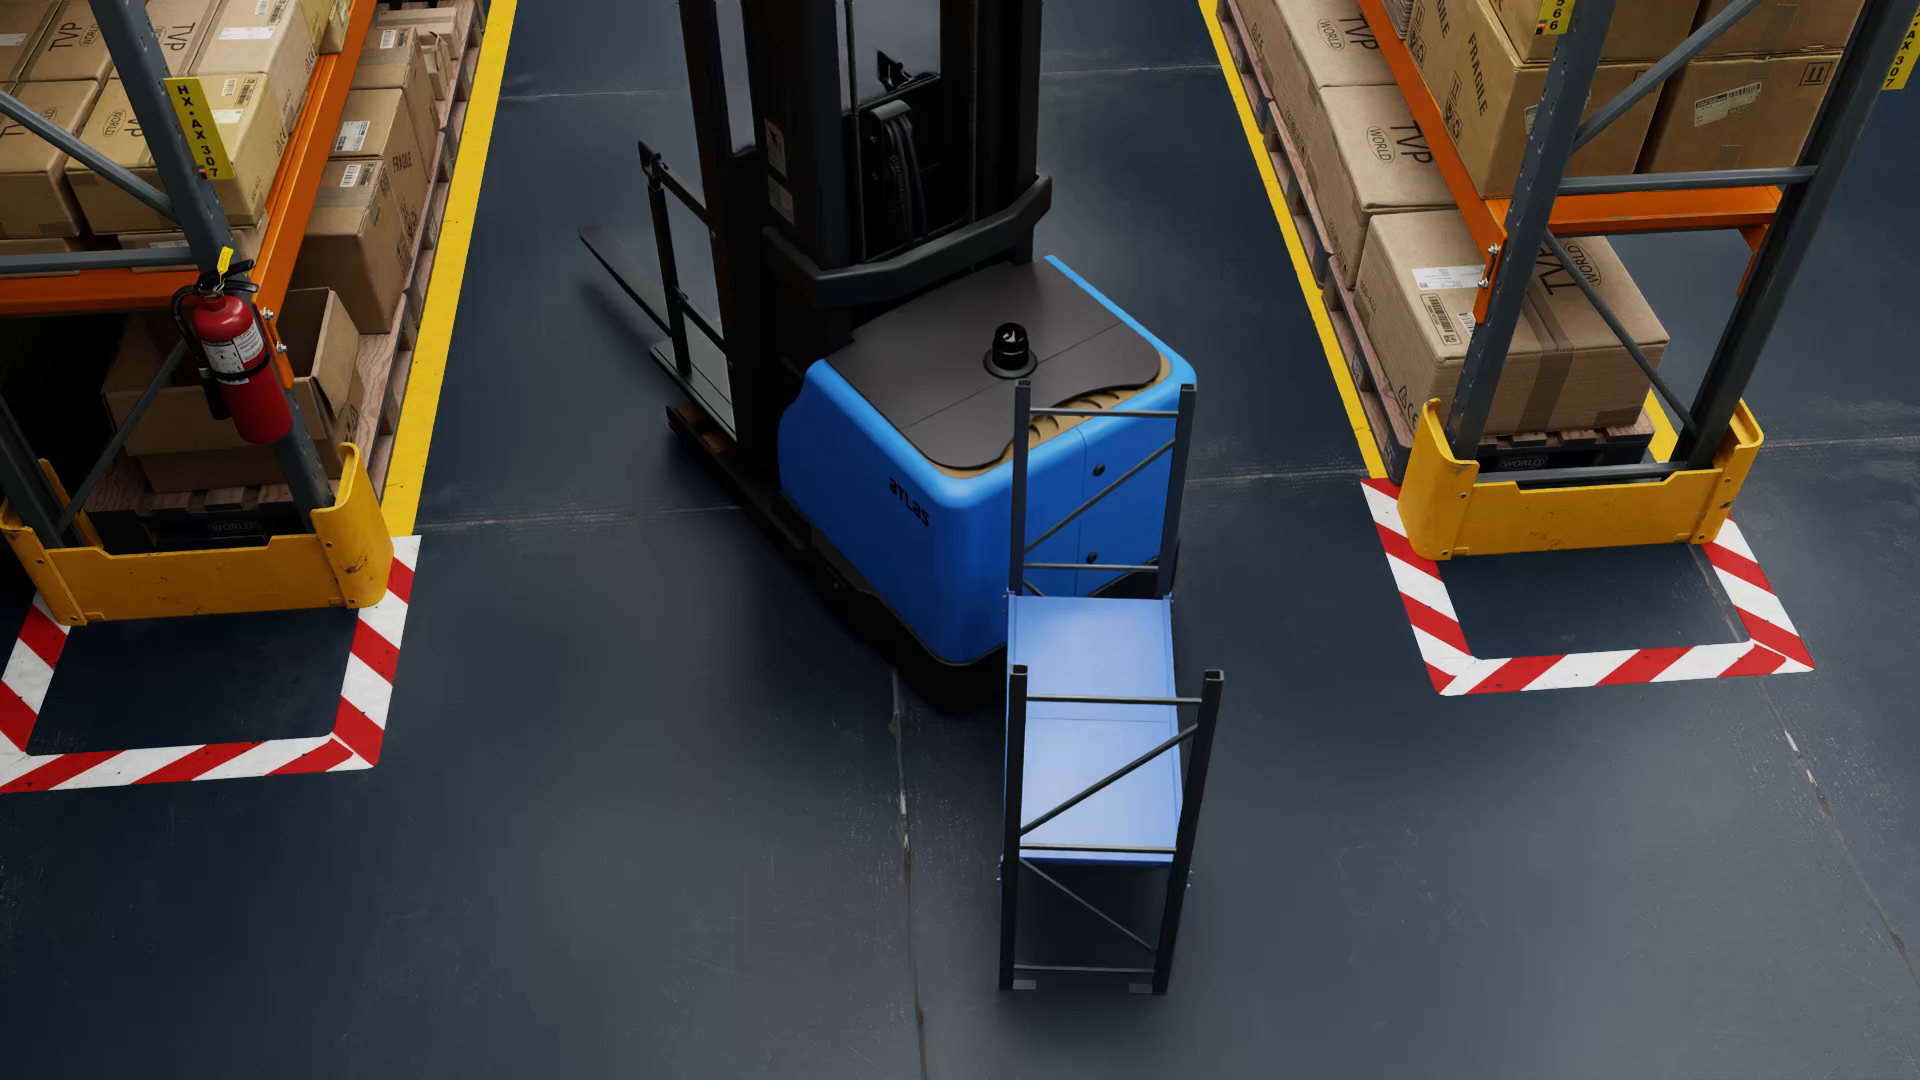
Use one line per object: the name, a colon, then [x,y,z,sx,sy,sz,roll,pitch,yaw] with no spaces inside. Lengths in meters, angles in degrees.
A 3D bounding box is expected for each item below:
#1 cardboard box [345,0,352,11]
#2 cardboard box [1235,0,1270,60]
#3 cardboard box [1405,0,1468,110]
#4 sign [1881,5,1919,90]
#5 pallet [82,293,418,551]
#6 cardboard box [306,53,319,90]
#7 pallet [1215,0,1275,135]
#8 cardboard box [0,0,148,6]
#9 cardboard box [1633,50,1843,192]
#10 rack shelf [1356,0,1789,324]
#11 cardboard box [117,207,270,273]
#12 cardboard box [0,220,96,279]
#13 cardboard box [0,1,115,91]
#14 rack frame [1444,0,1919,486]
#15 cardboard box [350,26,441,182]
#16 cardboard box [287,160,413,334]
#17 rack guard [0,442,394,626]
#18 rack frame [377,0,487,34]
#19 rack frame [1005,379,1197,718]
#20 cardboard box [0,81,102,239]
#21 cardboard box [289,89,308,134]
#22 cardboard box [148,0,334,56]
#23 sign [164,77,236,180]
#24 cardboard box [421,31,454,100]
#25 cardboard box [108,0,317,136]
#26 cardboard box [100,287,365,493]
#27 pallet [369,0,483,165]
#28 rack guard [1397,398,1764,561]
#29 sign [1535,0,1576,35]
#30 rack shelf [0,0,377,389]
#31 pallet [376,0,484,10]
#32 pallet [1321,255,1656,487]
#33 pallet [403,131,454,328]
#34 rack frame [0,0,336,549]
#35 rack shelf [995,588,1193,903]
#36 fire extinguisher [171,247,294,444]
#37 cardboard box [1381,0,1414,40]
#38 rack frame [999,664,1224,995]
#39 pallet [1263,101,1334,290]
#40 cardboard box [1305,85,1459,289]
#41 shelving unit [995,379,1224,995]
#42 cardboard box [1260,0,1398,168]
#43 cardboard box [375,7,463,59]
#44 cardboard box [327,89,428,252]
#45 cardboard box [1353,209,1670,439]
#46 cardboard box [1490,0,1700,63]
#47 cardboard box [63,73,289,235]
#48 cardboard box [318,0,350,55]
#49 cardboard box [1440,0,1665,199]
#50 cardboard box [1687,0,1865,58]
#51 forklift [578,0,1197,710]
cardboard box: [-2.537,-2.116,6.361,0.380,0.149,0.250,-3,47,-2]
cardboard box: [1.875,-2.825,8.335,0.875,0.438,0.875,-4,47,-4]
cardboard box: [1.933,-1.860,5.876,0.500,0.500,0.500,-4,47,-4]
sign: [2.817,-1.483,4.937,0.100,0.325,0.005,-3,47,-3]
pallet: [-2.756,-0.497,6.575,1.003,0.211,1.213,-3,47,-3]
cardboard box: [-2.548,-1.740,6.005,0.380,0.149,0.250,-3,47,-3]
pallet: [1.915,-2.509,8.480,1.003,0.211,1.213,-3,47,-3]
cardboard box: [-3.064,-1.923,5.904,0.500,0.250,0.500,-2,47,-2]
cardboard box: [2.510,-1.527,5.562,0.500,0.500,0.500,-4,47,-4]
rack shelf: [2.096,-2.328,6.884,1.077,0.370,4.000,-3,47,-3]
cardboard box: [-2.436,-0.992,5.297,0.380,0.149,0.250,-4,47,-4]
cardboard box: [-2.977,-0.961,5.267,0.380,0.149,0.250,-4,47,-4]
cardboard box: [-3.027,-1.564,5.564,0.500,0.250,0.500,-3,47,-3]
rack frame: [2.264,-1.128,5.253,1.000,3.000,0.127,-3,47,-3]
cardboard box: [-2.759,-1.929,7.443,0.700,0.500,0.500,-5,47,-5]
cardboard box: [-2.672,-1.178,6.732,0.700,0.500,0.500,-2,47,-2]
rack guard: [-2.688,-0.019,5.924,1.175,0.500,0.348,-3,47,-3]
rack frame: [-3.017,-3.718,7.705,1.000,3.000,0.127,-3,47,-3]
rack frame: [0.403,0.087,5.134,0.500,1.500,0.032,2,47,1]
cardboard box: [-2.985,-1.191,5.211,0.500,0.250,0.500,-2,47,-2]
cardboard box: [-2.520,-1.548,5.823,0.380,0.149,0.250,-2,47,-2]
cardboard box: [-2.540,-1.951,5.930,0.500,0.250,0.500,-4,47,-4]
sign: [-2.141,-1.155,4.681,0.100,0.325,0.005,-3,47,-3]
cardboard box: [-2.648,-2.279,7.936,0.396,0.266,0.258,-2,47,-2]
cardboard box: [-2.494,-1.584,5.583,0.500,0.250,0.500,-3,47,-3]
cardboard box: [-2.639,-0.558,6.143,0.797,0.503,0.637,-5,47,-5]
pallet: [-2.960,-2.262,8.247,1.003,0.211,1.213,-3,47,-3]
rack guard: [2.266,-0.251,6.144,1.175,0.500,0.348,-3,47,-3]
sign: [1.722,-1.585,4.725,0.100,0.325,0.005,-3,47,-3]
rack shelf: [-2.850,-2.024,6.596,1.077,0.370,4.000,-3,47,-3]
pallet: [-3.123,-3.345,9.273,1.003,0.211,1.213,-3,47,-3]
pallet: [2.119,-0.743,6.808,1.003,0.211,1.213,-3,47,-3]
pallet: [-2.855,-1.377,7.409,1.003,0.211,1.213,-3,47,-3]
rack frame: [-2.682,-0.824,4.964,1.000,3.000,0.127,-3,47,-3]
rack shelf: [0.385,0.580,4.916,0.538,0.185,1.000,2,47,1]
fire extinguisher: [-2.209,-0.591,5.054,0.296,0.674,0.183,-3,47,-3]
cardboard box: [1.880,-2.231,6.228,0.500,0.500,0.500,-2,47,-2]
rack frame: [0.366,0.825,4.436,0.500,1.500,0.032,2,47,1]
pallet: [2.020,-1.624,7.643,1.003,0.211,1.213,-3,47,-3]
cardboard box: [2.024,-1.525,7.104,0.875,0.438,0.875,-2,47,-2]
shelving unit: [0.385,0.456,4.785,0.538,1.500,1.048,2,47,1]
cardboard box: [1.950,-2.177,7.721,0.875,0.438,0.875,-5,47,-4]
cardboard box: [-2.678,-2.497,8.223,0.380,0.149,0.250,-5,47,-4]
cardboard box: [-2.616,-1.566,7.100,0.500,0.500,0.500,-3,47,-3]
cardboard box: [2.109,-0.863,6.477,0.875,0.438,0.875,-5,47,-5]
cardboard box: [1.986,-1.841,5.170,0.500,0.500,0.500,-2,47,-2]
cardboard box: [-2.452,-1.219,5.237,0.500,0.250,0.500,-3,47,-3]
cardboard box: [-2.495,-1.927,6.182,0.380,0.149,0.250,-5,47,-4]
cardboard box: [1.960,-1.496,5.532,0.500,0.500,0.500,-3,47,-3]
cardboard box: [2.507,-1.871,5.199,0.500,0.500,0.500,-4,47,-4]
forklift: [-0.499,-1.464,5.618,1.130,2.935,3.031,-28,53,-24]
